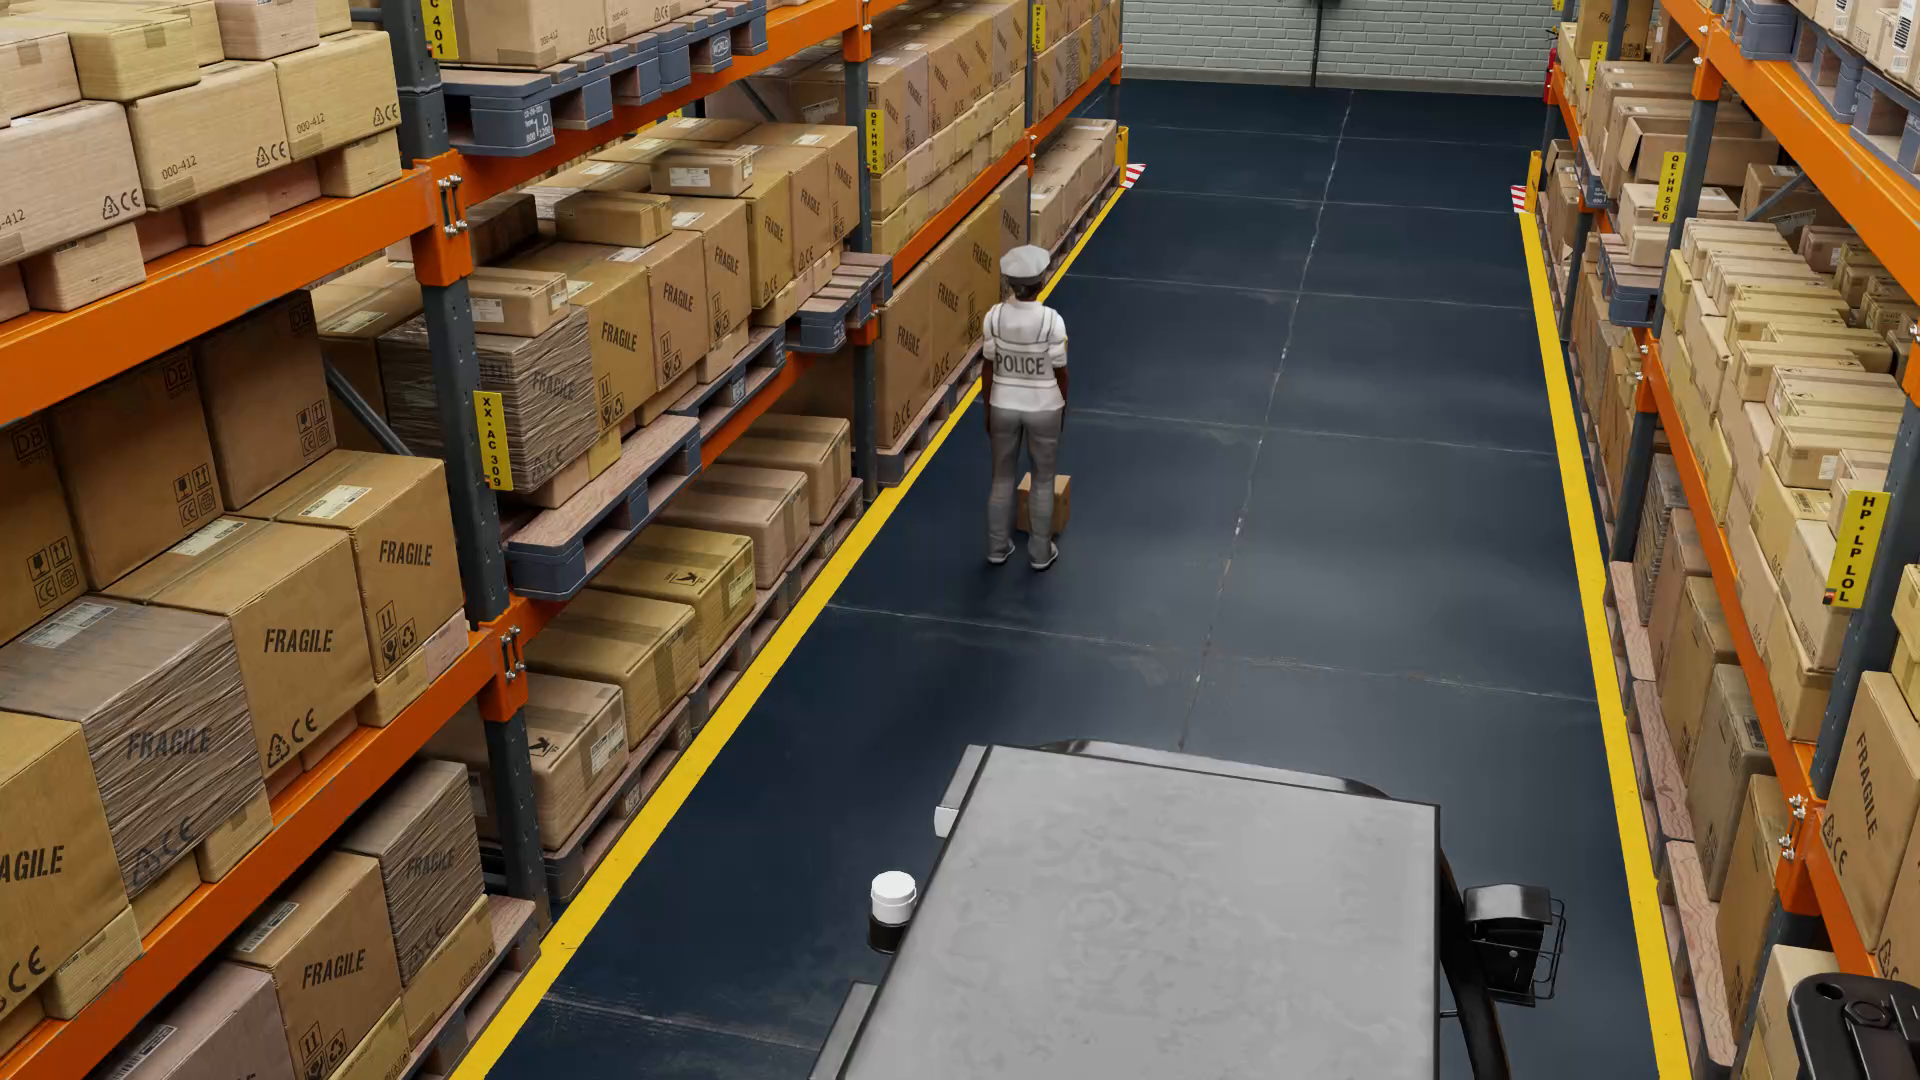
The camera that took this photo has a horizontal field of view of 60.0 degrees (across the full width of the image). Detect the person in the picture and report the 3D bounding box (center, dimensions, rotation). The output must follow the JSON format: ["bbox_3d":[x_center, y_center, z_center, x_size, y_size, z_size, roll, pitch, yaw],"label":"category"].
[{"bbox_3d":[0.331,-0.655,8.449,0.445,1.700,0.348,7,26,14],"label":"person"}]
